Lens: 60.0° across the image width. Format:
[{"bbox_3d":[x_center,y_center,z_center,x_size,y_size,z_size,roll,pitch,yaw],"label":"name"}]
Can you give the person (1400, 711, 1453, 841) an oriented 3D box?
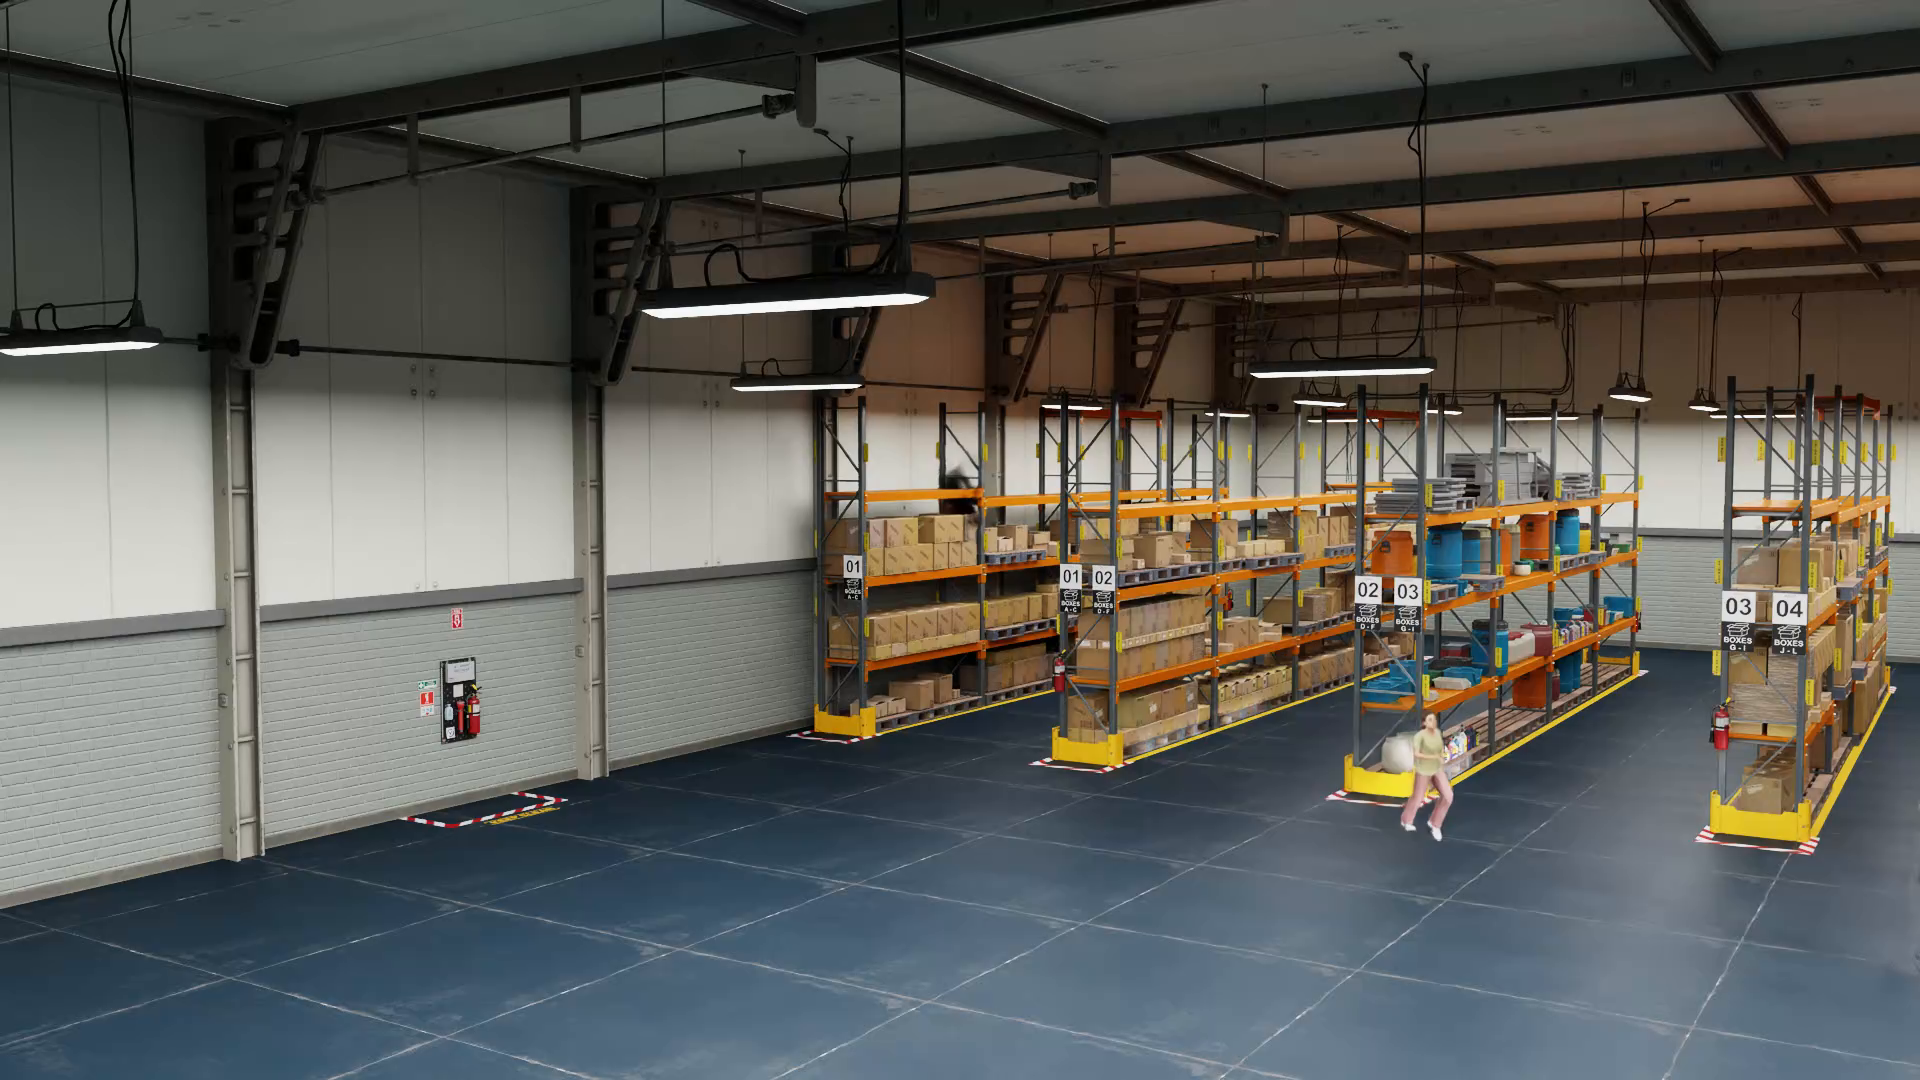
[{"bbox_3d":[6.073,3.033,21.569,0.580,1.671,0.842,-1,3,-18],"label":"person"}]
